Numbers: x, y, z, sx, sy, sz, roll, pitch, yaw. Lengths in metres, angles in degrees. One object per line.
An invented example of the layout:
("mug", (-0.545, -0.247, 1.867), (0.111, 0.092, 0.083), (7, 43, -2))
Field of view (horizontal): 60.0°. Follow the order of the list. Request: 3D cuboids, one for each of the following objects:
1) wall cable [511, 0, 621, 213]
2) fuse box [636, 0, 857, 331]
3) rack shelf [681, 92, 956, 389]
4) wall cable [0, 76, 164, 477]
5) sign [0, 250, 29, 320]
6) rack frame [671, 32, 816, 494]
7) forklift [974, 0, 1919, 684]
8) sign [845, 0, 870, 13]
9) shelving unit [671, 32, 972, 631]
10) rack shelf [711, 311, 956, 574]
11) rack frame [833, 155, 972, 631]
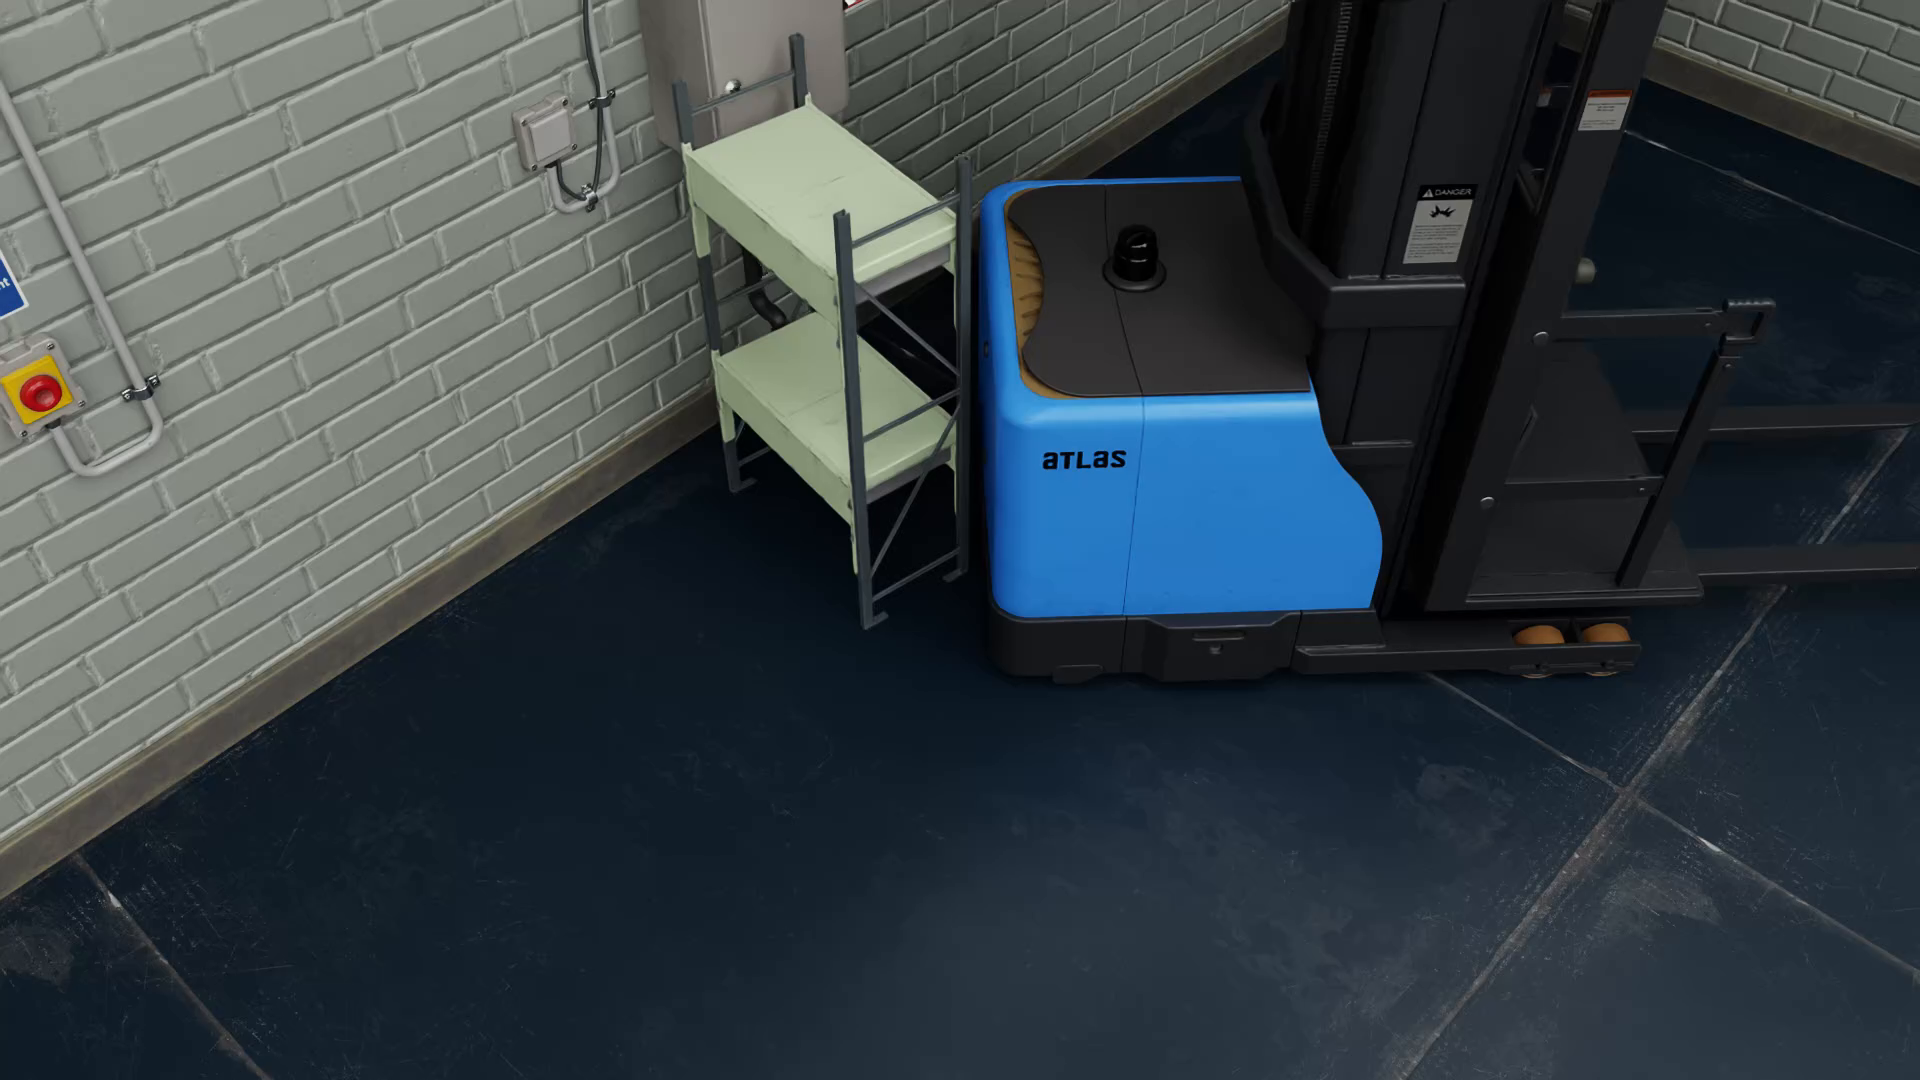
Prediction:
("wall cable", (-1.115, -1.515, 3.918), (0.122, 1.984, 0.588), (34, 55, 28))
("fuse box", (-0.536, -1.014, 5.029), (0.414, 1.711, 0.539), (34, 55, 28))
("rack shelf", (-0.360, -0.814, 4.450), (0.431, 0.370, 0.720), (-30, 53, -25))
("wall cable", (-2.068, -0.761, 3.188), (0.123, 1.953, 0.585), (34, 55, 28))
("sign", (-2.146, -0.499, 3.476), (0.001, 0.218, 0.327), (34, 55, 28))
("rack frame", (-0.585, -0.758, 4.933), (0.400, 1.500, 0.023), (-30, 53, -25))
("forklift", (1.576, -0.986, 4.165), (3.031, 2.935, 1.130), (-2, 47, -2))
("sign", (-0.354, -1.790, 4.938), (0.001, 0.494, 0.329), (34, 55, 28))
("shelving unit", (-0.360, -0.547, 4.735), (0.431, 1.500, 0.755), (-30, 53, -25))
("rack shelf", (-0.360, -0.324, 4.973), (0.431, 0.370, 0.720), (-30, 53, -25))
("rack frame", (-0.135, -0.337, 4.537), (0.400, 1.500, 0.023), (-30, 53, -25))
